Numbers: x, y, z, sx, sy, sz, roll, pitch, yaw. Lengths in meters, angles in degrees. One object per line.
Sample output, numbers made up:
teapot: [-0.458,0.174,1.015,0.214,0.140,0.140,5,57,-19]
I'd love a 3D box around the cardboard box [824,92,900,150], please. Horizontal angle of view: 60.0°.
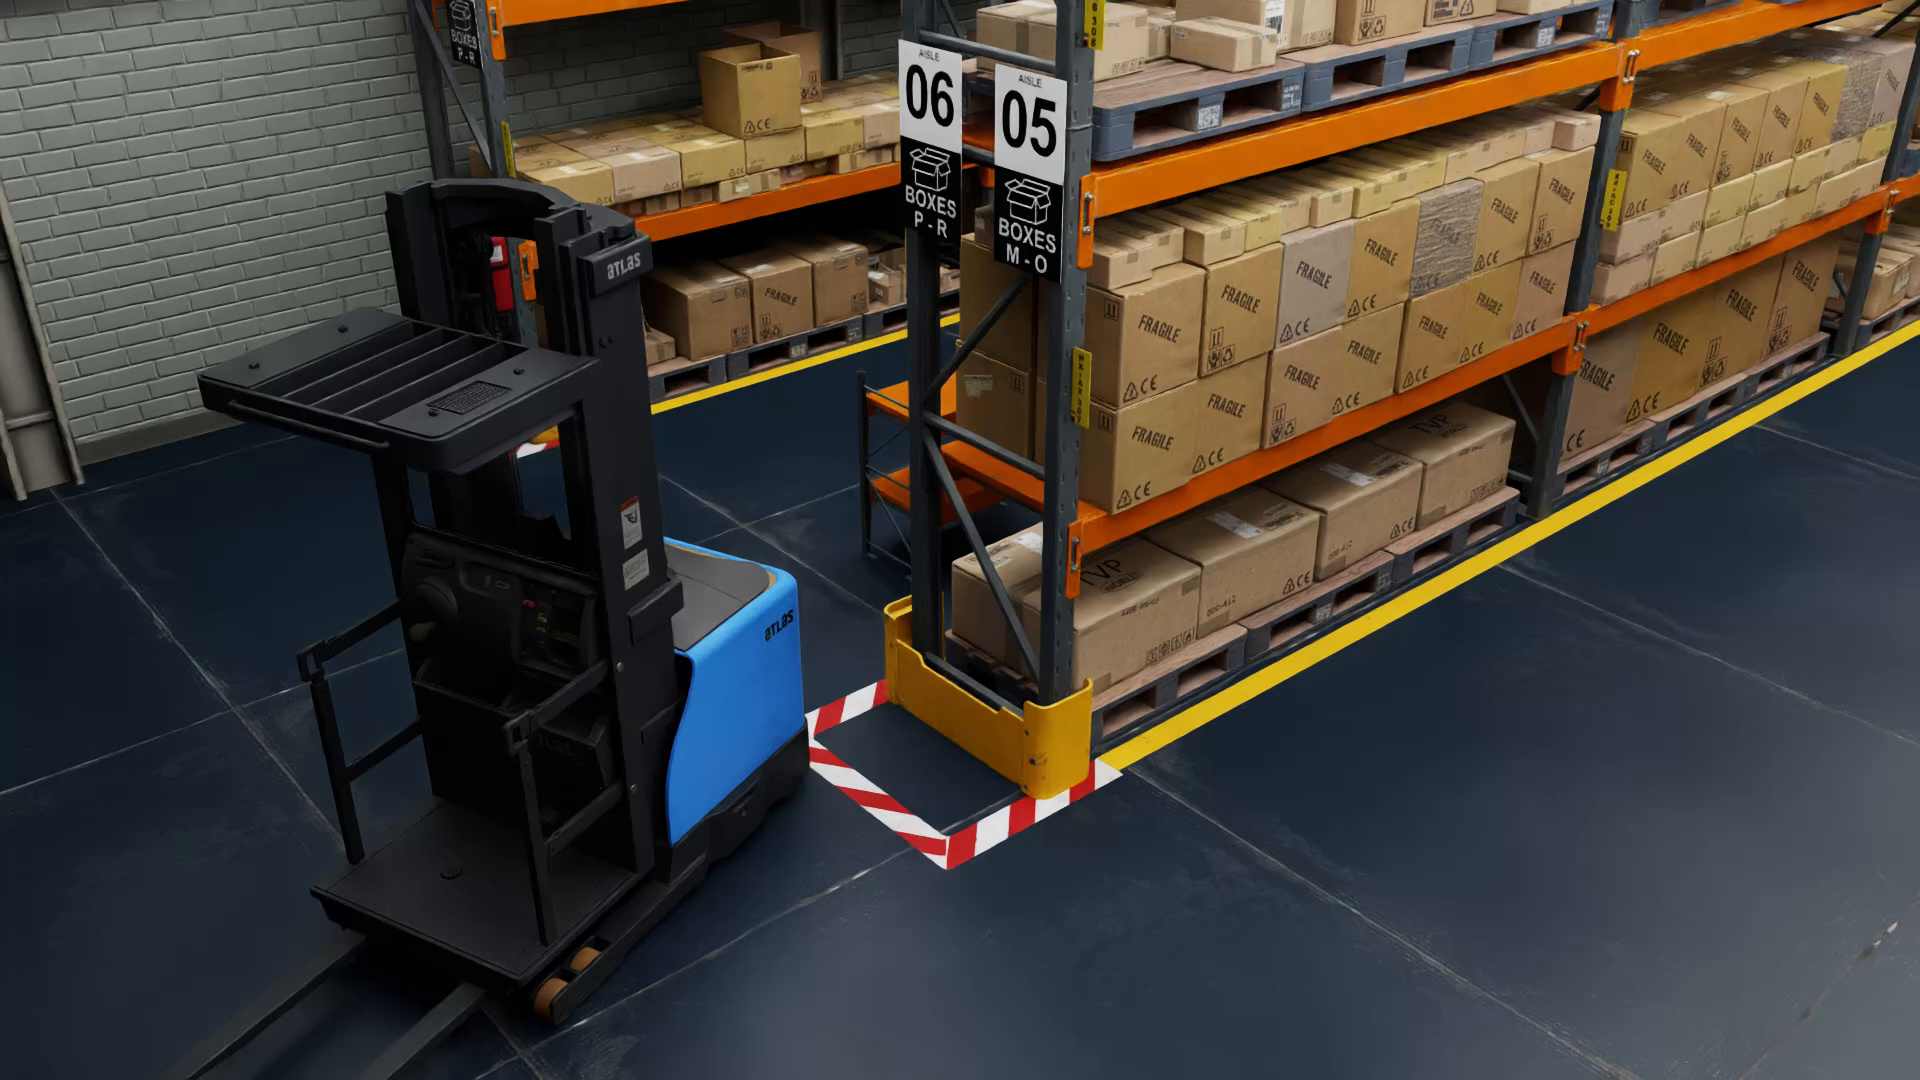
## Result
cardboard box: [-0.649,-3.065,12.146,0.500,0.250,0.500,-22,35,-35]

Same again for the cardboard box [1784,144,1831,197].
cardboard box: [5.251,-2.440,10.761,0.500,0.250,0.500,-23,36,-36]

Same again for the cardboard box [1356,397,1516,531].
cardboard box: [2.629,-0.525,9.822,0.875,0.438,0.875,-22,35,-36]

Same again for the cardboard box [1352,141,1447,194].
cardboard box: [2.135,-1.817,8.113,0.250,0.149,0.380,-23,36,-36]

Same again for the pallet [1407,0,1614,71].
pallet: [2.547,-2.660,8.457,1.213,0.211,1.003,-22,35,-35]

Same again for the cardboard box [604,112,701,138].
cardboard box: [-2.141,-2.786,11.624,0.500,0.250,0.500,-21,34,-33]

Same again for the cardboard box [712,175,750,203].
cardboard box: [-1.651,-2.446,11.411,0.250,0.149,0.380,-23,36,-36]

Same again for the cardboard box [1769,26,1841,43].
cardboard box: [5.685,-3.269,11.517,0.500,0.500,0.500,-23,36,-36]

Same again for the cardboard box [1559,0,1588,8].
cardboard box: [2.898,-2.806,8.226,0.258,0.266,0.396,-21,34,-33]

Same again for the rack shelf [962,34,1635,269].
rack shelf: [1.654,-2.017,7.922,4.000,0.370,1.077,-22,35,-35]

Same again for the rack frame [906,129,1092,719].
rack frame: [0.133,-0.399,7.315,0.127,3.000,1.000,-22,35,-35]

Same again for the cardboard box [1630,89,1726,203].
cardboard box: [4.066,-2.305,9.714,0.500,0.500,0.500,-22,35,-35]

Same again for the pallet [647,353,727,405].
pallet: [-2.428,-1.216,11.801,1.213,0.211,1.003,-22,35,-35]

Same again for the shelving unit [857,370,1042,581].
shelving unit: [-0.005,-0.494,9.481,1.048,1.125,0.538,-22,35,-35]

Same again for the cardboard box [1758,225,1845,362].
cardboard box: [5.639,-1.913,11.957,0.875,0.875,0.875,-22,35,-35]

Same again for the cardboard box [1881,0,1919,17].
cardboard box: [7.280,-4.095,12.675,0.250,0.149,0.380,-24,36,-37]

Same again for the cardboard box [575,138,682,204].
cardboard box: [-2.188,-2.440,10.976,0.500,0.250,0.500,-21,35,-34]

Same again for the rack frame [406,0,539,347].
rack frame: [-3.092,-2.178,10.643,0.127,3.000,1.000,-22,35,-35]

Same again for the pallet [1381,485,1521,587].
pallet: [2.547,-0.189,9.879,1.213,0.211,1.003,-22,35,-35]

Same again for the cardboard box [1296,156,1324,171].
cardboard box: [1.596,-1.932,8.327,0.250,0.149,0.380,-22,35,-35]

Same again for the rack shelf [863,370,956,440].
rack shelf: [-0.005,-0.752,9.343,1.000,0.278,0.538,-22,35,-35]

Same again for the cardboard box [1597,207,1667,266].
cardboard box: [3.694,-1.811,9.585,0.500,0.250,0.500,-23,36,-36]

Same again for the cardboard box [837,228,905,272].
cardboard box: [-0.705,-2.284,13.248,0.500,0.311,0.500,-20,34,-33]

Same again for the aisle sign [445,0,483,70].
aisle sign: [-2.953,-3.198,9.794,0.004,0.787,0.394,-22,35,-35]

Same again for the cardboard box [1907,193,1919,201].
cardboard box: [8.320,-2.714,13.989,0.625,0.372,0.950,-19,34,-32]

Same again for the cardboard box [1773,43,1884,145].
cardboard box: [5.610,-2.920,10.864,0.500,0.500,0.500,-21,35,-34]

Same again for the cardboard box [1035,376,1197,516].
cardboard box: [0.684,-0.487,7.373,0.500,0.500,0.500,-22,35,-35]

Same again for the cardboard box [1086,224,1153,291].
cardboard box: [0.583,-1.180,6.920,0.250,0.149,0.380,-21,35,-34]

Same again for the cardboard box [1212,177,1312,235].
cardboard box: [1.362,-1.510,7.538,0.250,0.149,0.380,-22,35,-34]

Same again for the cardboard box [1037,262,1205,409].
cardboard box: [0.683,-0.929,7.139,0.500,0.500,0.500,-23,36,-36]

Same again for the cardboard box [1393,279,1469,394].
cardboard box: [2.228,-1.115,8.548,0.500,0.500,0.500,-23,35,-36]

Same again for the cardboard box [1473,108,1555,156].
cardboard box: [2.877,-2.144,8.725,0.250,0.149,0.380,-21,35,-34]

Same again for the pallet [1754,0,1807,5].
pallet: [4.915,-3.527,10.186,1.213,0.211,1.003,-20,34,-33]

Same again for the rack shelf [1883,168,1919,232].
rack shelf: [7.740,-3.141,13.209,4.000,0.370,1.077,-22,35,-35]

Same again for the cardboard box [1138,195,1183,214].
cardboard box: [0.813,-1.610,7.725,0.250,0.149,0.380,-21,35,-34]

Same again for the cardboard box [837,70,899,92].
cardboard box: [-0.601,-3.412,12.796,0.500,0.250,0.500,-22,35,-35]

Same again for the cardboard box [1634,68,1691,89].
cardboard box: [4.140,-2.644,10.348,0.500,0.500,0.500,-21,34,-33]

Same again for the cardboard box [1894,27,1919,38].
cardboard box: [7.103,-3.424,12.107,0.500,0.500,0.500,-20,34,-32]

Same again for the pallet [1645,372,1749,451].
pallet: [4.643,-1.031,11.456,1.213,0.211,1.003,-22,35,-35]

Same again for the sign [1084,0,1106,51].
sign: [0.488,-1.942,6.007,0.005,0.325,0.100,-22,35,-35]

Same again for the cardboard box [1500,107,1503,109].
cardboard box: [2.767,-2.391,9.186,0.250,0.149,0.380,-22,35,-36]

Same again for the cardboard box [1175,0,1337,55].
cardboard box: [1.304,-2.352,7.330,0.500,0.311,0.500,-21,35,-34]

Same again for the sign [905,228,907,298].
sign: [-0.209,-1.213,7.358,0.005,0.325,0.100,-22,35,-35]

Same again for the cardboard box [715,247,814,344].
cardboard box: [-1.422,-1.787,12.119,0.500,0.500,0.500,-21,35,-34]

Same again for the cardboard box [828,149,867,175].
cardboard box: [-0.887,-2.768,12.014,0.250,0.149,0.380,-22,35,-36]

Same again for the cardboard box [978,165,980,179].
cardboard box: [0.358,-2.938,13.268,0.250,0.149,0.380,-23,35,-36]

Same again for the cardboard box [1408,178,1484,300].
cardboard box: [2.224,-1.553,8.307,0.500,0.500,0.500,-21,35,-34]

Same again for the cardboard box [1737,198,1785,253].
cardboard box: [4.861,-2.056,10.575,0.500,0.250,0.500,-23,35,-36]

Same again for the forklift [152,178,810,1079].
forklift: [-1.837,0.298,6.083,1.130,2.935,3.031,14,31,25]
